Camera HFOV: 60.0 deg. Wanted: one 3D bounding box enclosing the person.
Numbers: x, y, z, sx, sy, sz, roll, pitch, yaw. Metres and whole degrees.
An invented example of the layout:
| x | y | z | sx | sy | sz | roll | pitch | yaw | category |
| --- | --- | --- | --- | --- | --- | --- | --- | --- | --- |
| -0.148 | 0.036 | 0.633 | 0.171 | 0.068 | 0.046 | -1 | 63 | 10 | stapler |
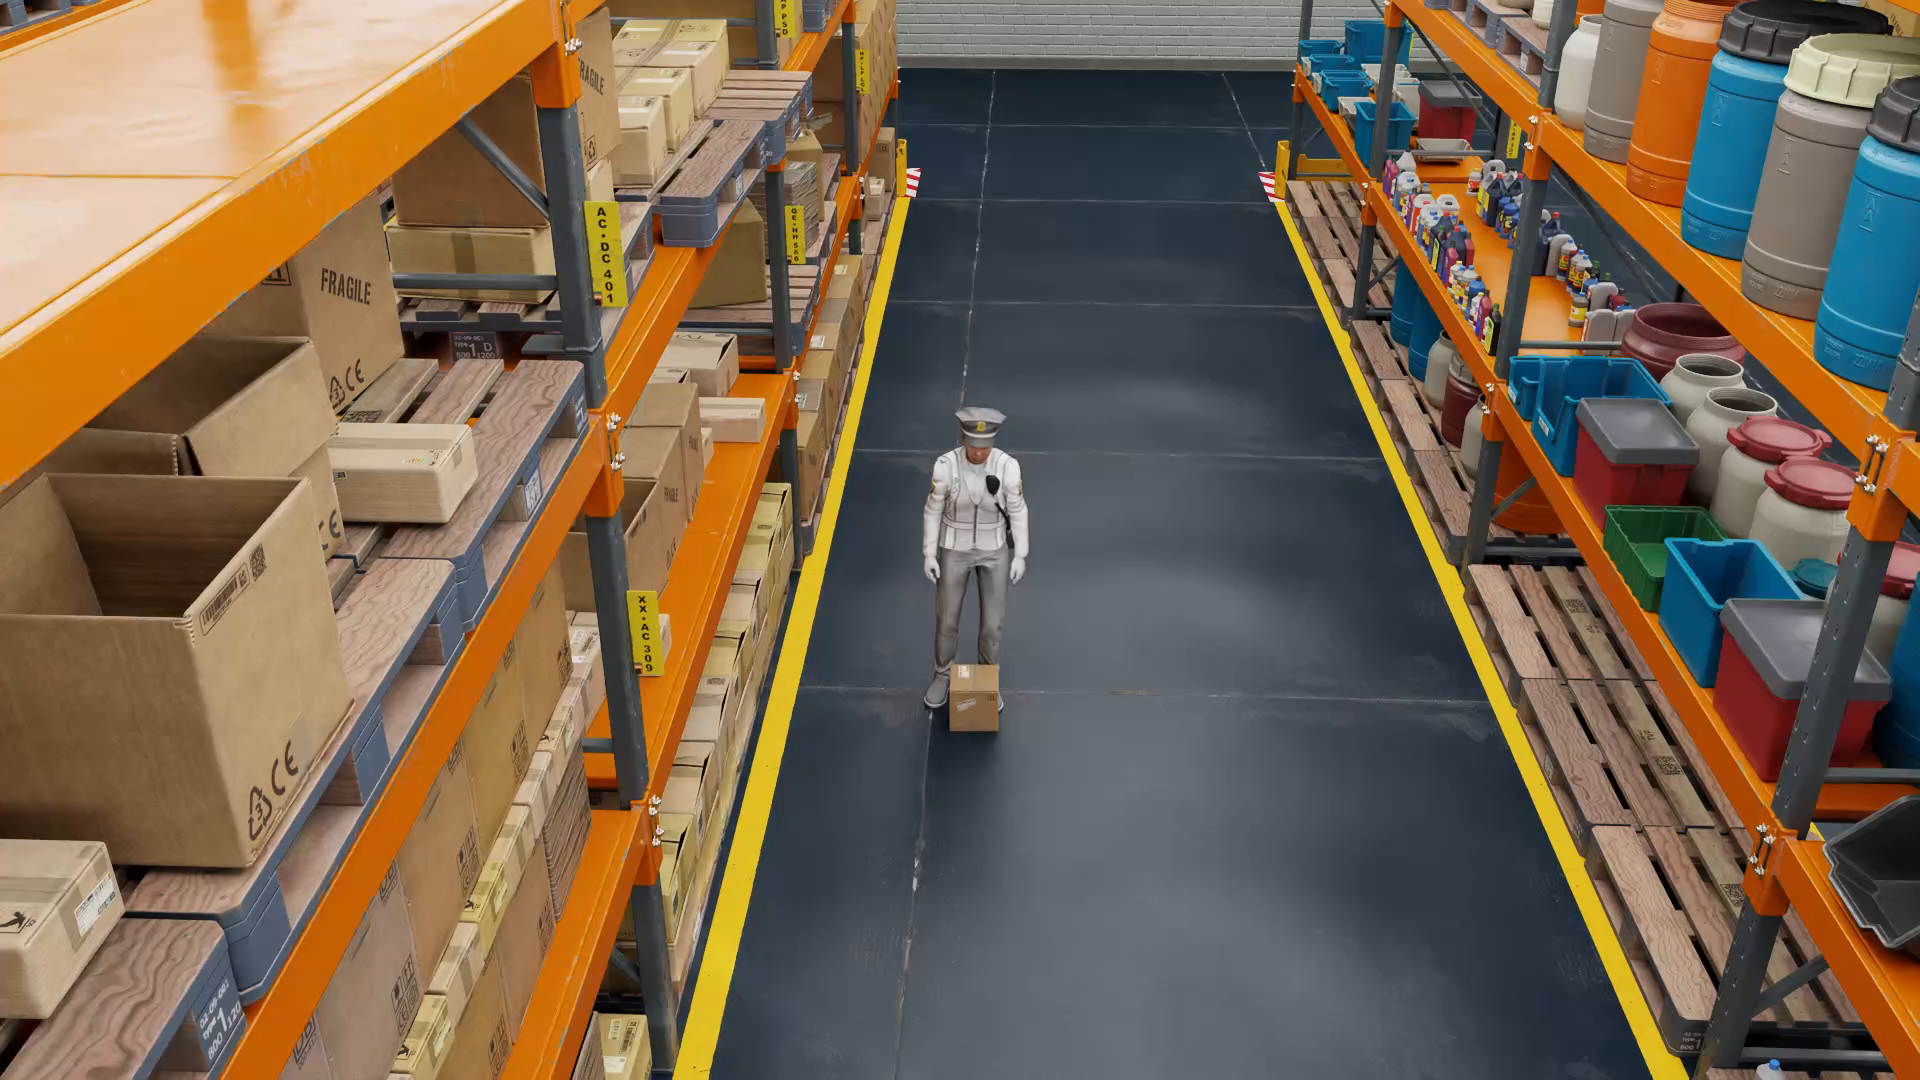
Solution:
| x | y | z | sx | sy | sz | roll | pitch | yaw | category |
| --- | --- | --- | --- | --- | --- | --- | --- | --- | --- |
| 0.078 | 0.089 | 8.452 | 0.538 | 1.663 | 0.404 | 0 | 28 | 1 | person |
